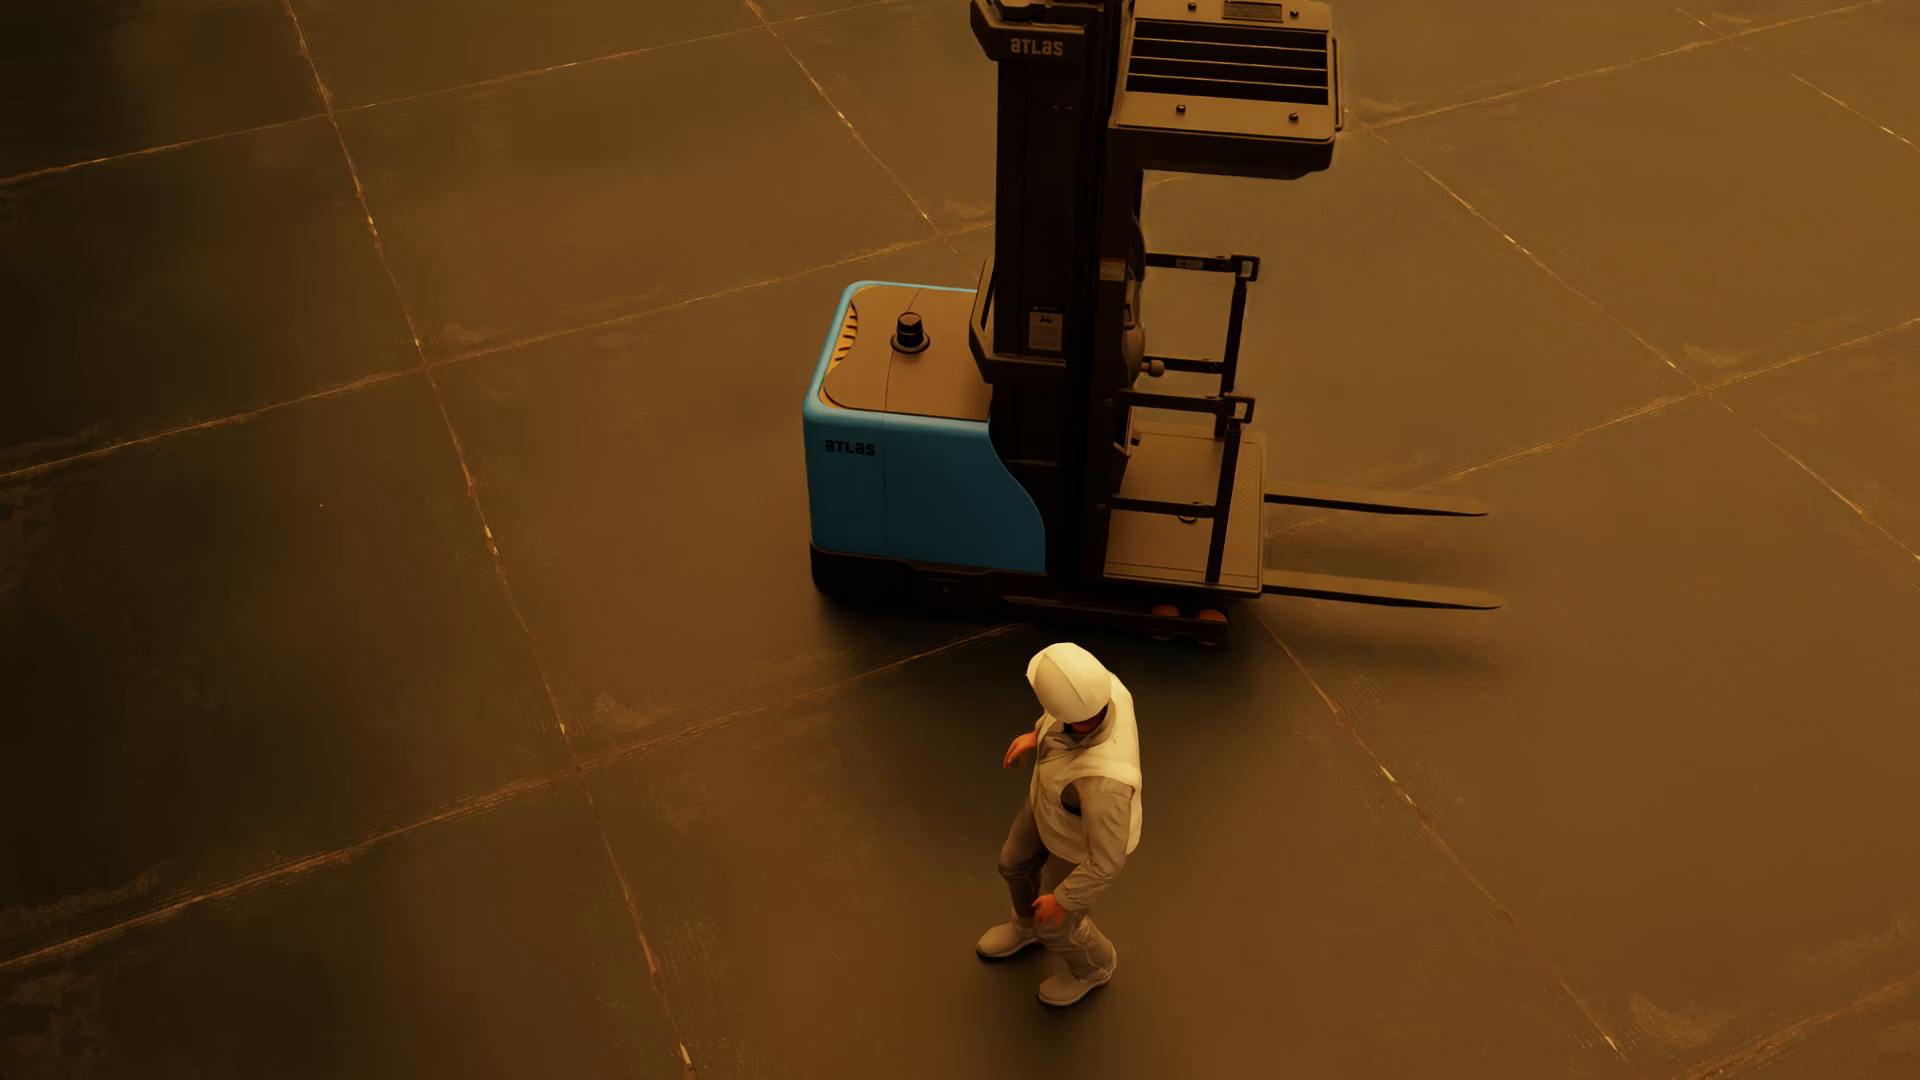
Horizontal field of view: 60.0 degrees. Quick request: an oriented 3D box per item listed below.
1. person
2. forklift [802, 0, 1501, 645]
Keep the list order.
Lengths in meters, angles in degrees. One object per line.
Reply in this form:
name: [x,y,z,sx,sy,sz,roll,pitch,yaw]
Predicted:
person: [0.343,0.967,5.527,0.515,1.740,0.728,-8,44,-9]
forklift: [0.891,-0.997,6.749,3.031,2.935,1.130,6,43,6]
